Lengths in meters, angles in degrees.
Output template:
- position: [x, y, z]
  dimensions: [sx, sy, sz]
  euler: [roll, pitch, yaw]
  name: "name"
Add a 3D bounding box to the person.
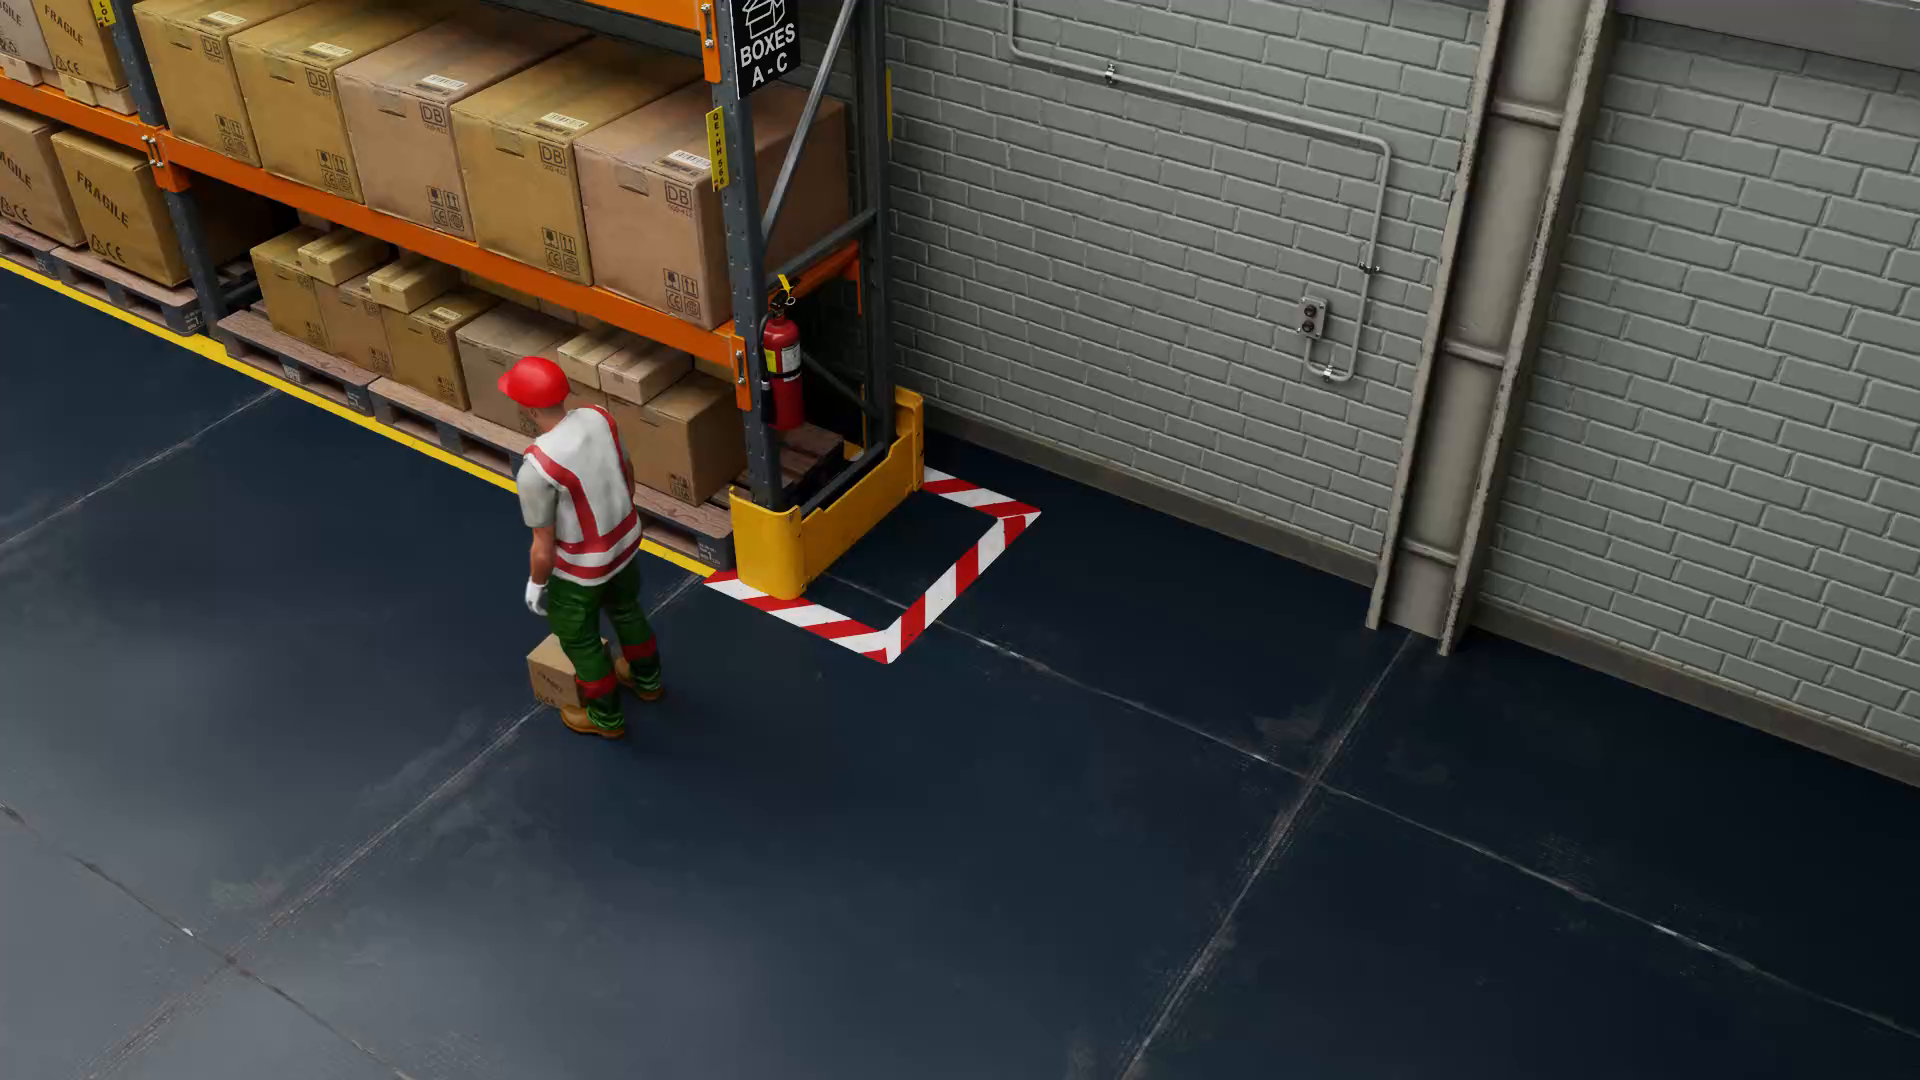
- position: [-1.497, 0.048, 6.606]
  dimensions: [0.445, 1.781, 0.621]
  euler: [19, 42, 23]
  name: "person"
